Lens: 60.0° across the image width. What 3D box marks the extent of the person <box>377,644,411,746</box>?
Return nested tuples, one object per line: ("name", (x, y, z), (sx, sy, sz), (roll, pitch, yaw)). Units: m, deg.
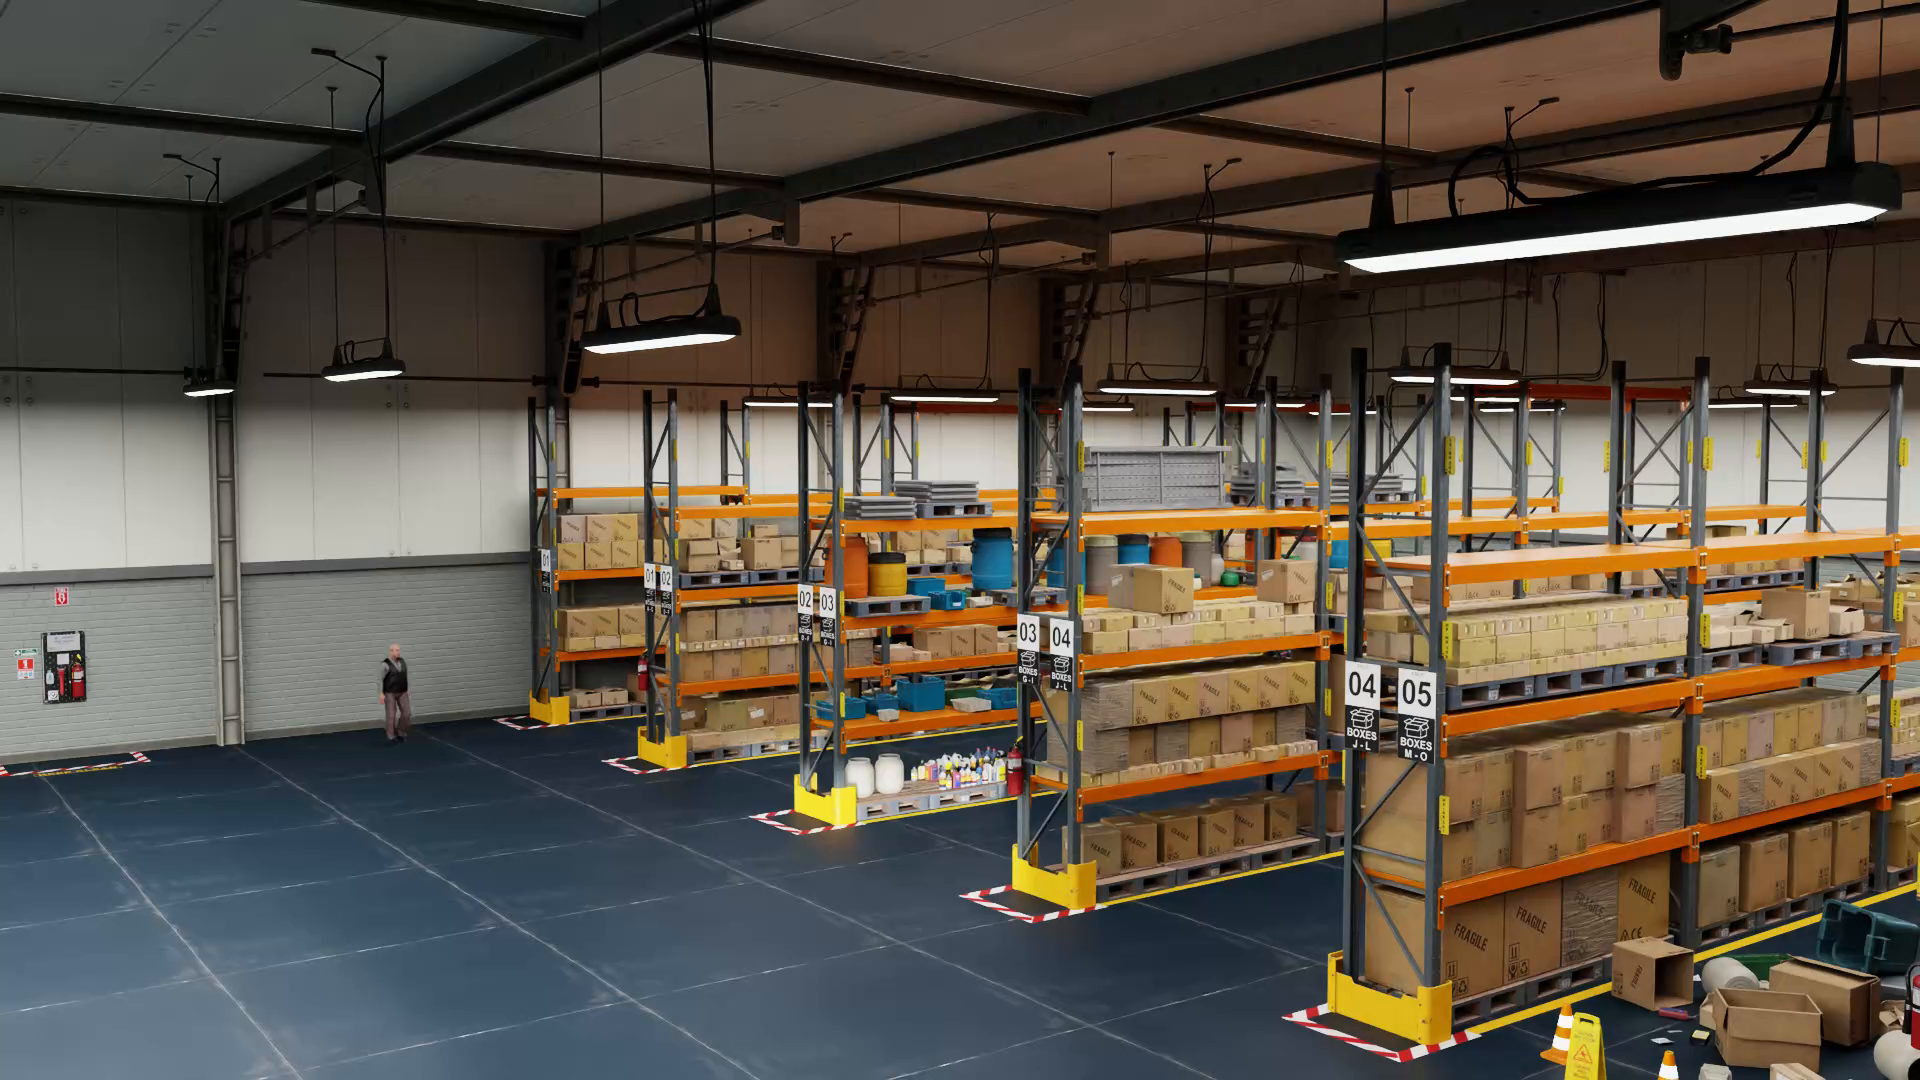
("person", (-9.670, 2.667, 28.425), (0.400, 1.790, 0.611), (3, 4, 38))
